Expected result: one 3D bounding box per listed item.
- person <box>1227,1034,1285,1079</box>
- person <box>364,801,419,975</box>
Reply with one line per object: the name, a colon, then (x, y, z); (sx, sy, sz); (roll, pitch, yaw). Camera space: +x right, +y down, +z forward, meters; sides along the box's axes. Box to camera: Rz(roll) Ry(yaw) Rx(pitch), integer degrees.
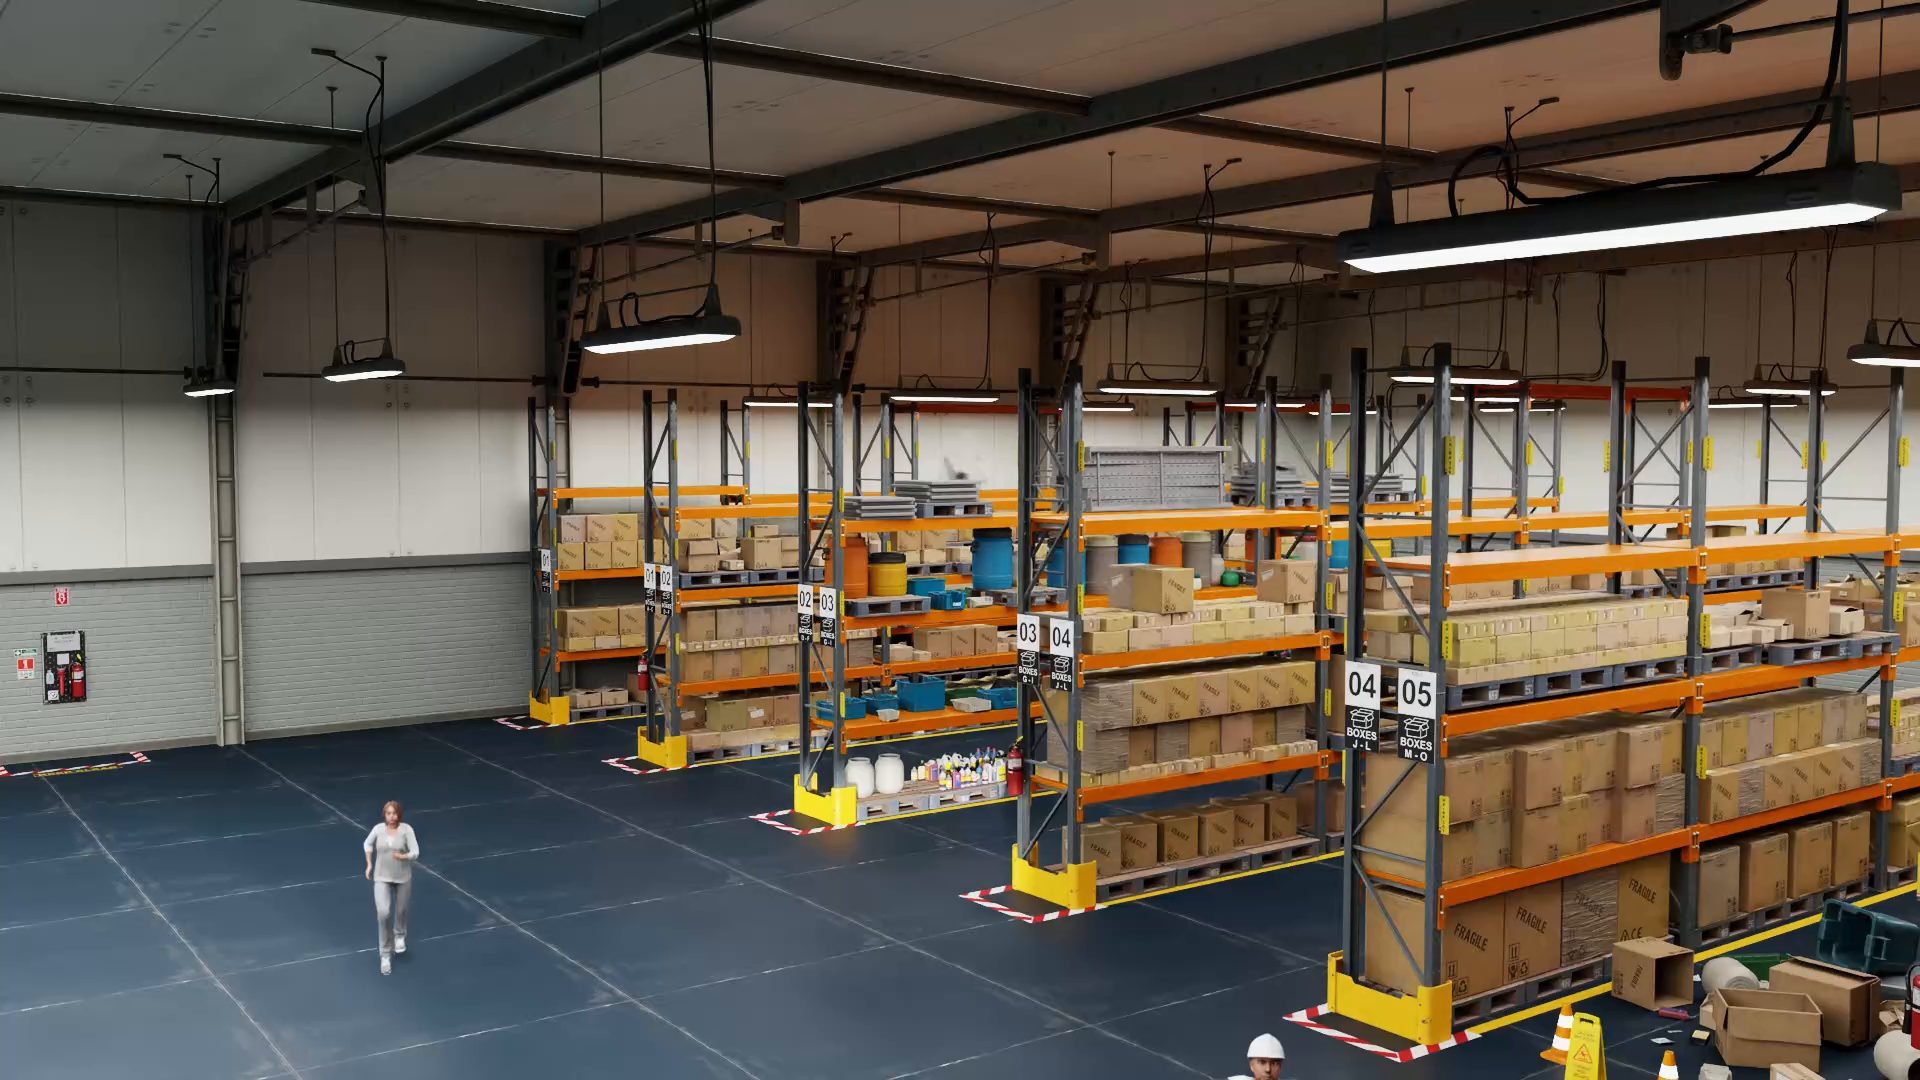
person: (1.728, 3.706, 9.489); (0.662, 1.744, 0.657); (0, 3, 1)
person: (-5.608, 3.385, 16.423); (0.510, 1.643, 0.737); (-1, 4, -20)
